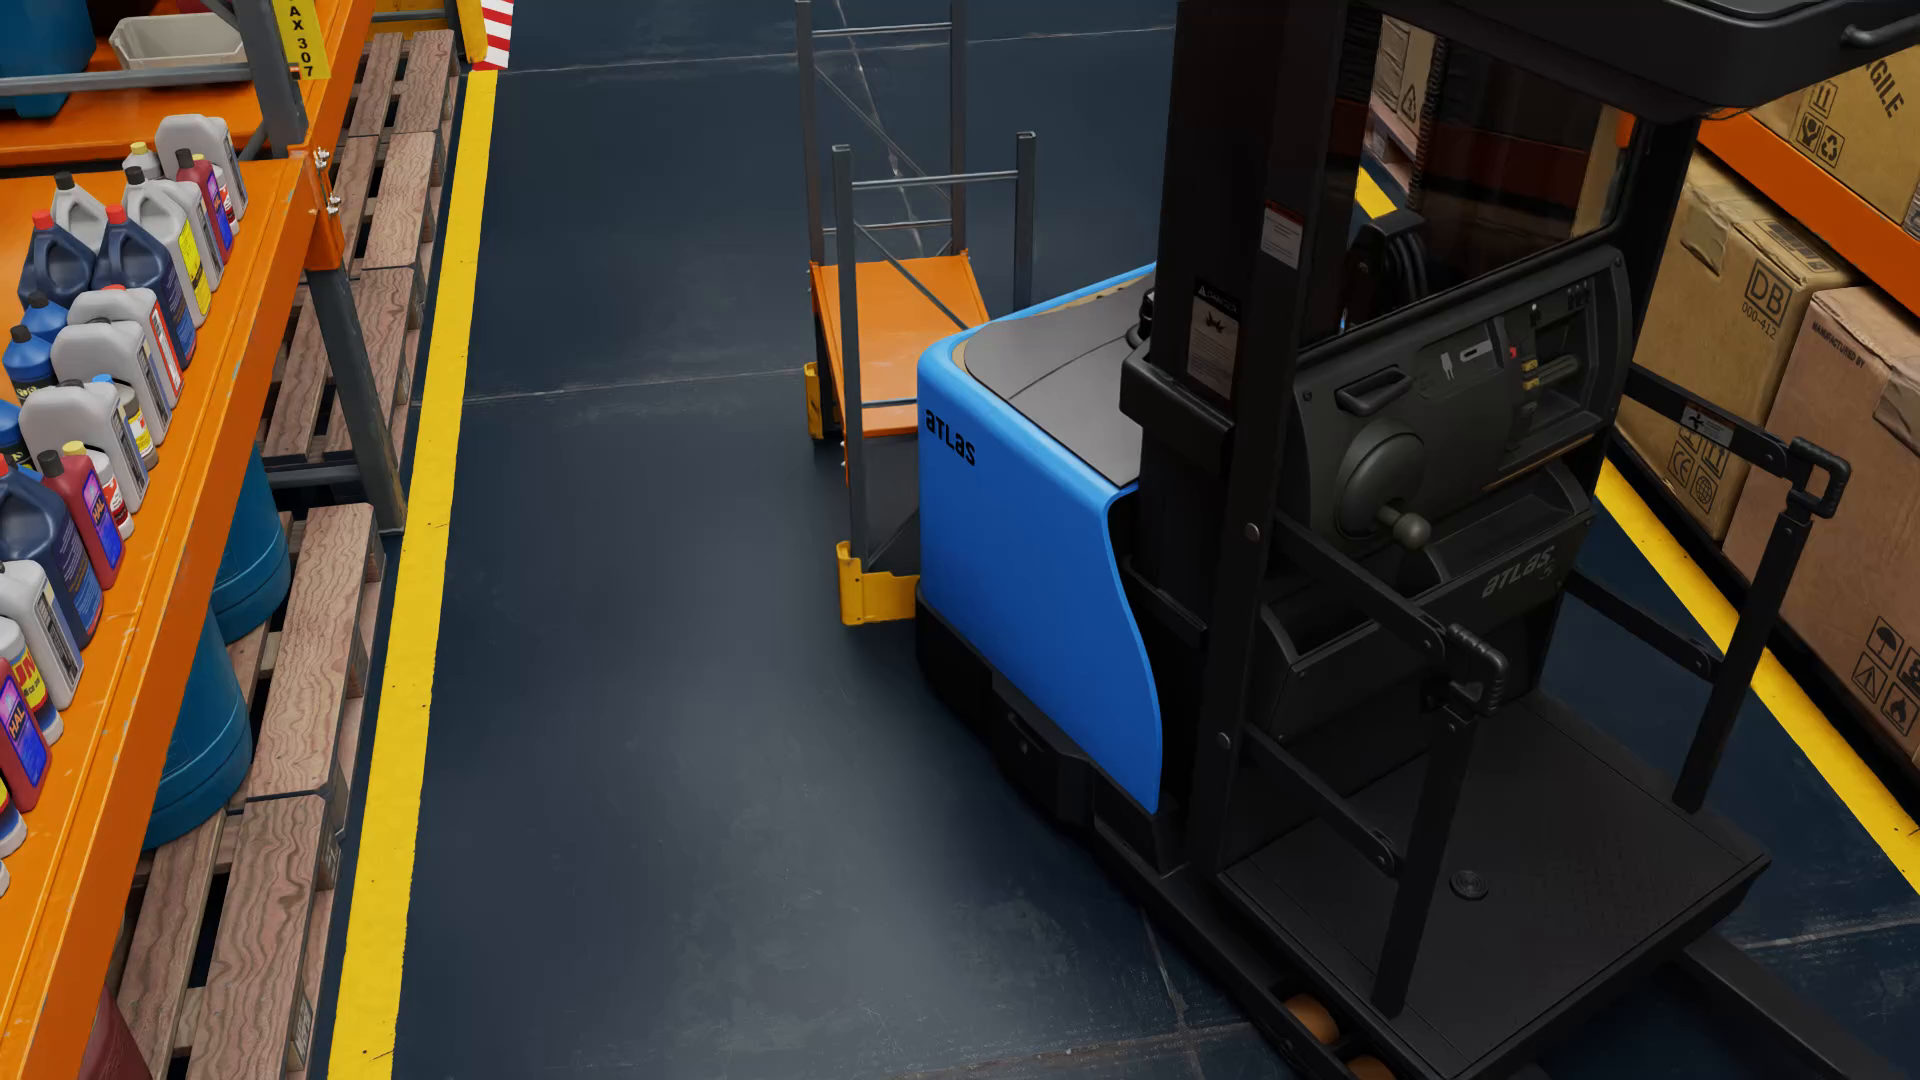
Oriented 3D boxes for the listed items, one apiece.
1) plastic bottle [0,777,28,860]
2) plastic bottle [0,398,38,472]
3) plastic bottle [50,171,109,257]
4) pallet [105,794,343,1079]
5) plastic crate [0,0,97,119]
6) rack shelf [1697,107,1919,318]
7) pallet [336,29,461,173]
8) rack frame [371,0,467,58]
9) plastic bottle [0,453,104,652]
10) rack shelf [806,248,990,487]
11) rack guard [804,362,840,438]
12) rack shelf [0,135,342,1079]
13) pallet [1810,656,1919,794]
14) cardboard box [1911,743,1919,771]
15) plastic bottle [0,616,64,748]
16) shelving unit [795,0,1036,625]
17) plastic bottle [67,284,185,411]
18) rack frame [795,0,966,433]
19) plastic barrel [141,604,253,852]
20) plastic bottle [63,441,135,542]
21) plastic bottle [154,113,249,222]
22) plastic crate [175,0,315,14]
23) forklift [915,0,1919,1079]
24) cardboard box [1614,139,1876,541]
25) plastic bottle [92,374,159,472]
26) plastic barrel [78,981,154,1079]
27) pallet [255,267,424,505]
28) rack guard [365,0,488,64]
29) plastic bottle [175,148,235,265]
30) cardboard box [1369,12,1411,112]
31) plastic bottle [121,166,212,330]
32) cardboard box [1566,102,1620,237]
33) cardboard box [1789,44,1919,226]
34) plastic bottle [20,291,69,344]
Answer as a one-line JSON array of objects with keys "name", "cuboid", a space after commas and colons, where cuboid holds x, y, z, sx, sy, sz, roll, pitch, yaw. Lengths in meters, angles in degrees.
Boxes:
[{"name": "plastic bottle", "cuboid": [-1.476, 0.353, 2.456, 0.097, 0.271, 0.097, 0, 38, 0]}, {"name": "plastic bottle", "cuboid": [-1.780, -0.161, 3.118, 0.097, 0.271, 0.097, 0, 38, 0]}, {"name": "plastic bottle", "cuboid": [-1.923, -0.632, 3.658, 0.144, 0.351, 0.185, -6, 38, -8]}, {"name": "pallet", "cuboid": [-1.953, 1.123, 3.632, 1.003, 0.211, 1.213, -6, 38, -8]}, {"name": "plastic crate", "cuboid": [-2.682, -1.449, 4.635, 0.392, 0.384, 0.575, -6, 38, -8]}, {"name": "rack shelf", "cuboid": [2.963, -0.227, 3.684, 1.077, 0.370, 4.000, -6, 38, -8]}, {"name": "pallet", "cuboid": [-2.859, -1.999, 7.651, 1.003, 0.211, 1.213, -6, 38, -8]}, {"name": "rack frame", "cuboid": [-2.966, -3.603, 7.442, 1.000, 3.000, 0.127, -6, 38, -8]}, {"name": "plastic bottle", "cuboid": [-1.588, 0.018, 2.822, 0.144, 0.351, 0.185, -6, 38, -8]}, {"name": "rack shelf", "cuboid": [-0.147, -0.547, 5.025, 0.538, 0.185, 1.000, -6, 38, -8]}, {"name": "rack guard", "cuboid": [-0.231, -0.502, 5.693, 0.587, 0.250, 0.087, -6, 38, -8]}, {"name": "rack shelf", "cuboid": [-1.914, 0.305, 2.998, 1.077, 0.370, 4.000, -6, 38, -8]}, {"name": "pallet", "cuboid": [3.039, 0.578, 4.334, 1.003, 0.211, 1.213, -6, 38, -8]}, {"name": "cardboard box", "cuboid": [3.064, 0.411, 3.665, 1.225, 0.875, 0.875, -6, 38, -8]}, {"name": "plastic bottle", "cuboid": [-1.517, 0.213, 2.635, 0.097, 0.271, 0.097, 0, 38, 0]}, {"name": "shelving unit", "cuboid": [-0.148, -0.695, 4.922, 0.587, 1.500, 1.083, -6, 38, -8]}, {"name": "plastic bottle", "cuboid": [-1.725, -0.409, 3.433, 0.152, 0.276, 0.135, -6, 38, -8]}, {"name": "rack frame", "cuboid": [-0.231, -0.997, 5.310, 0.500, 1.500, 0.032, -6, 38, -8]}, {"name": "plastic barrel", "cuboid": [-2.062, 0.234, 3.872, 0.600, 0.901, 0.708, -6, 38, -8]}, {"name": "plastic bottle", "cuboid": [-1.613, -0.091, 3.084, 0.097, 0.201, 0.097, 0, 38, 0]}, {"name": "plastic bottle", "cuboid": [-1.877, -0.935, 4.109, 0.152, 0.276, 0.135, -6, 38, -8]}, {"name": "plastic crate", "cuboid": [-2.174, -1.802, 5.023, 0.402, 0.464, 0.583, -6, 38, -8]}, {"name": "forklift", "cuboid": [1.130, -0.216, 3.139, 1.130, 2.935, 3.031, -23, 43, -27]}, {"name": "cardboard box", "cuboid": [2.744, -0.662, 5.047, 1.225, 0.875, 0.875, -6, 38, -8]}, {"name": "plastic bottle", "cuboid": [-1.654, -0.231, 3.265, 0.097, 0.201, 0.097, 0, 38, 0]}, {"name": "plastic barrel", "cuboid": [-1.864, 1.040, 3.090, 0.600, 0.588, 0.708, -6, 38, -8]}, {"name": "pallet", "cuboid": [-2.431, -0.526, 5.754, 1.003, 0.211, 1.213, -6, 38, -8]}, {"name": "rack guard", "cuboid": [-2.983, -2.629, 8.226, 1.175, 0.500, 0.348, -6, 38, -8]}, {"name": "plastic bottle", "cuboid": [-1.792, -0.803, 3.933, 0.061, 0.283, 0.133, -6, 38, -8]}, {"name": "cardboard box", "cuboid": [2.261, -2.535, 7.457, 0.875, 0.875, 0.875, -6, 38, -8]}, {"name": "plastic bottle", "cuboid": [-1.781, -0.647, 3.678, 0.144, 0.351, 0.185, -6, 38, -8]}, {"name": "cardboard box", "cuboid": [2.575, -1.454, 6.066, 0.875, 0.875, 0.875, -6, 38, -8]}, {"name": "cardboard box", "cuboid": [2.535, -1.151, 4.205, 0.500, 0.500, 0.500, -6, 38, -8]}, {"name": "plastic bottle", "cuboid": [-1.844, -0.383, 3.403, 0.097, 0.271, 0.097, 0, 38, 0]}]
